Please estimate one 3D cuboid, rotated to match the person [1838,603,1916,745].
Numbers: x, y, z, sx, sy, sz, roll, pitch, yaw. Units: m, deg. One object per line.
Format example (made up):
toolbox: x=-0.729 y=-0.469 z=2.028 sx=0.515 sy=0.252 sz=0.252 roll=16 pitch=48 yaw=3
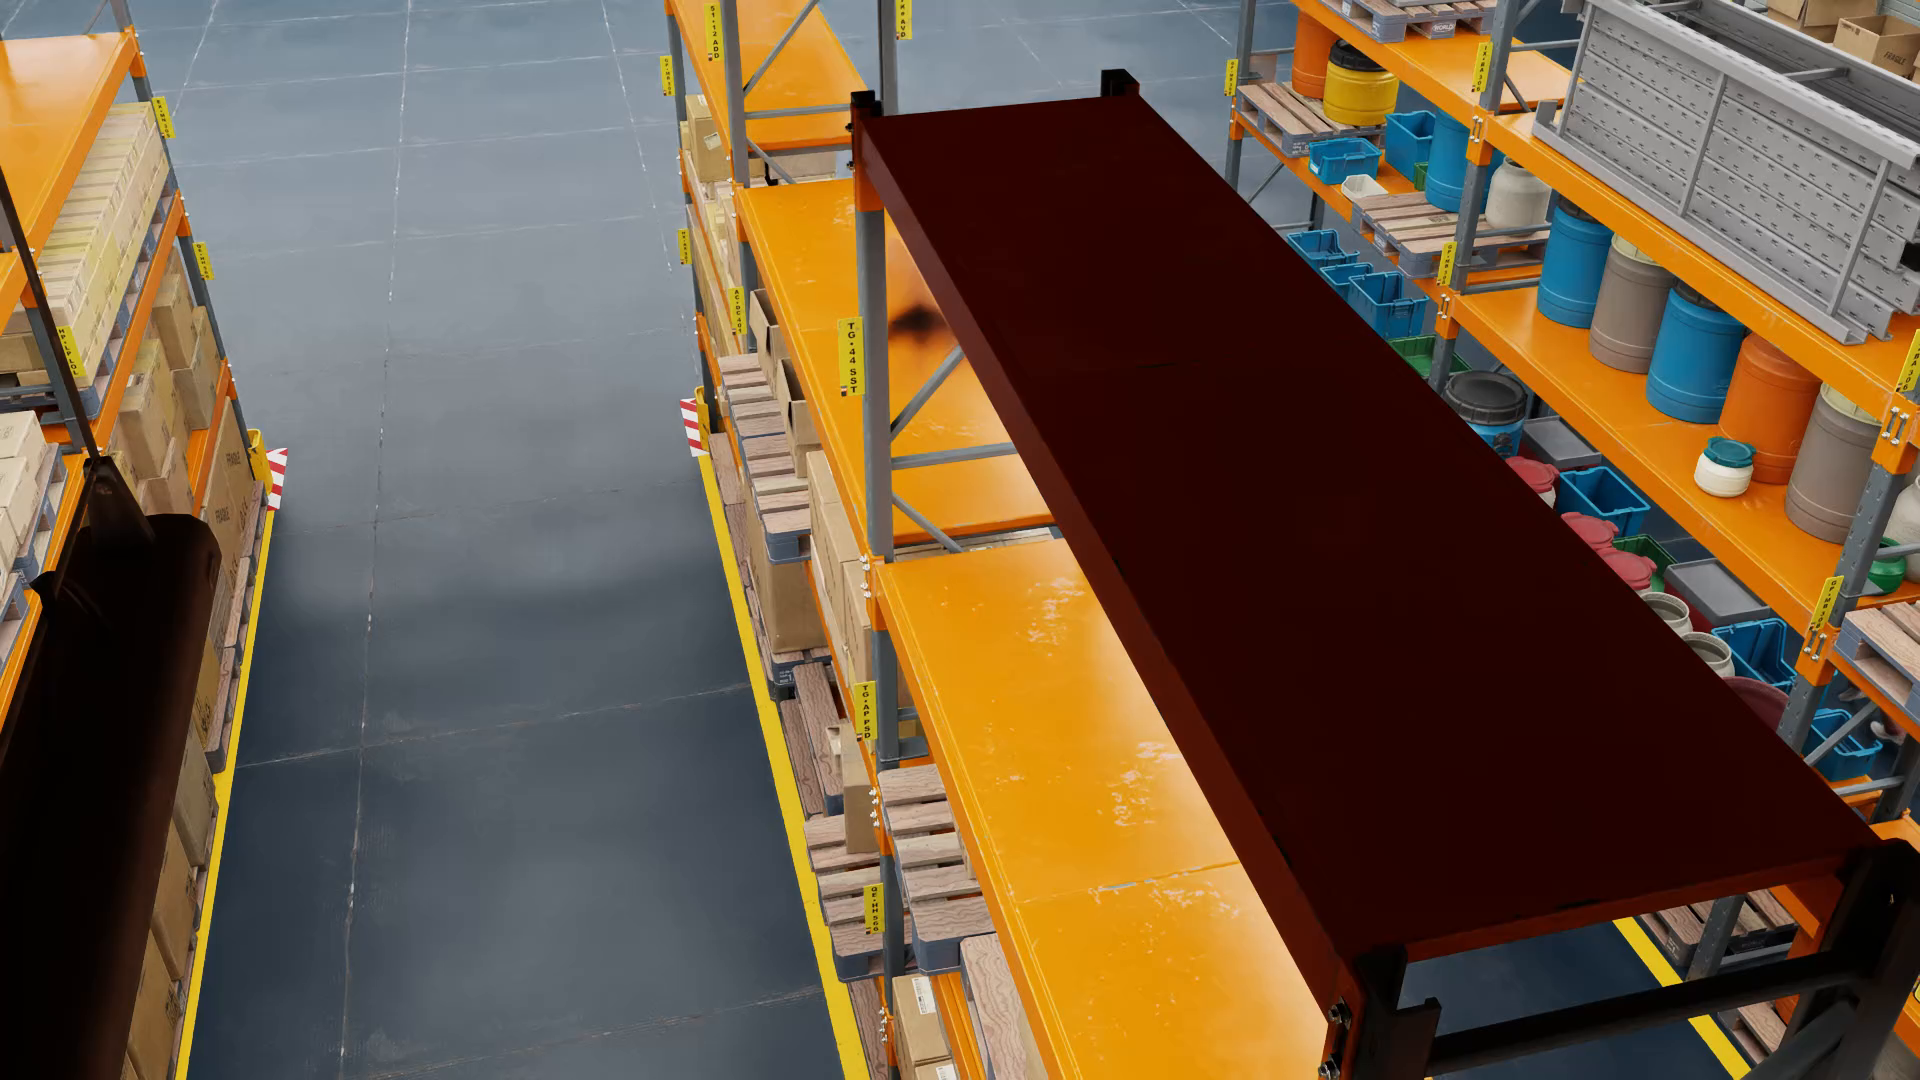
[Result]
person: x=6.569 y=0.678 z=11.657 sx=0.556 sy=1.708 sz=0.787 roll=-9 pitch=35 yaw=-13
